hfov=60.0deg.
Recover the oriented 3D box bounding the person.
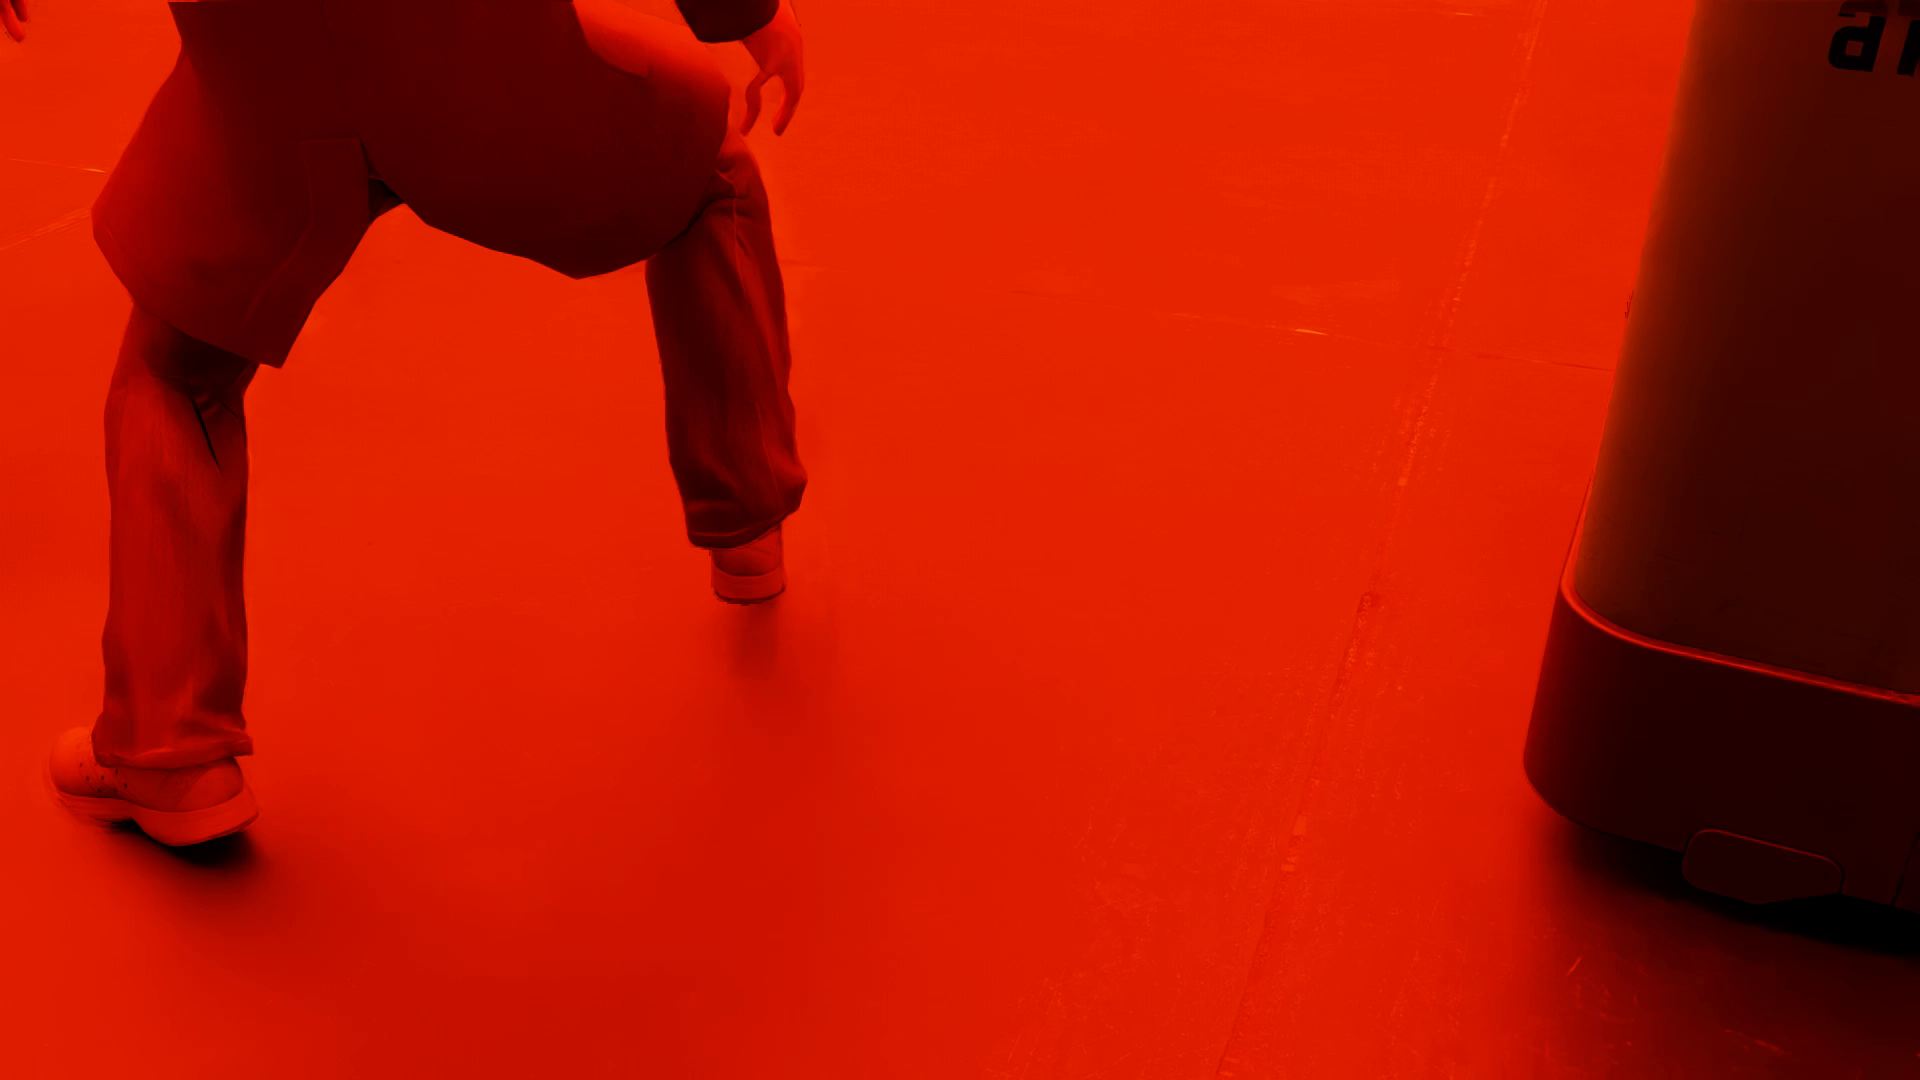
[{"bbox_3d":[-0.678,-0.521,1.803,1.002,1.650,0.782,-1,30,-1],"label":"person"}]

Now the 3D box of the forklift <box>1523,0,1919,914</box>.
[{"bbox_3d":[2.200,-0.835,1.001,3.031,2.935,1.130,13,32,22],"label":"forklift"}]
